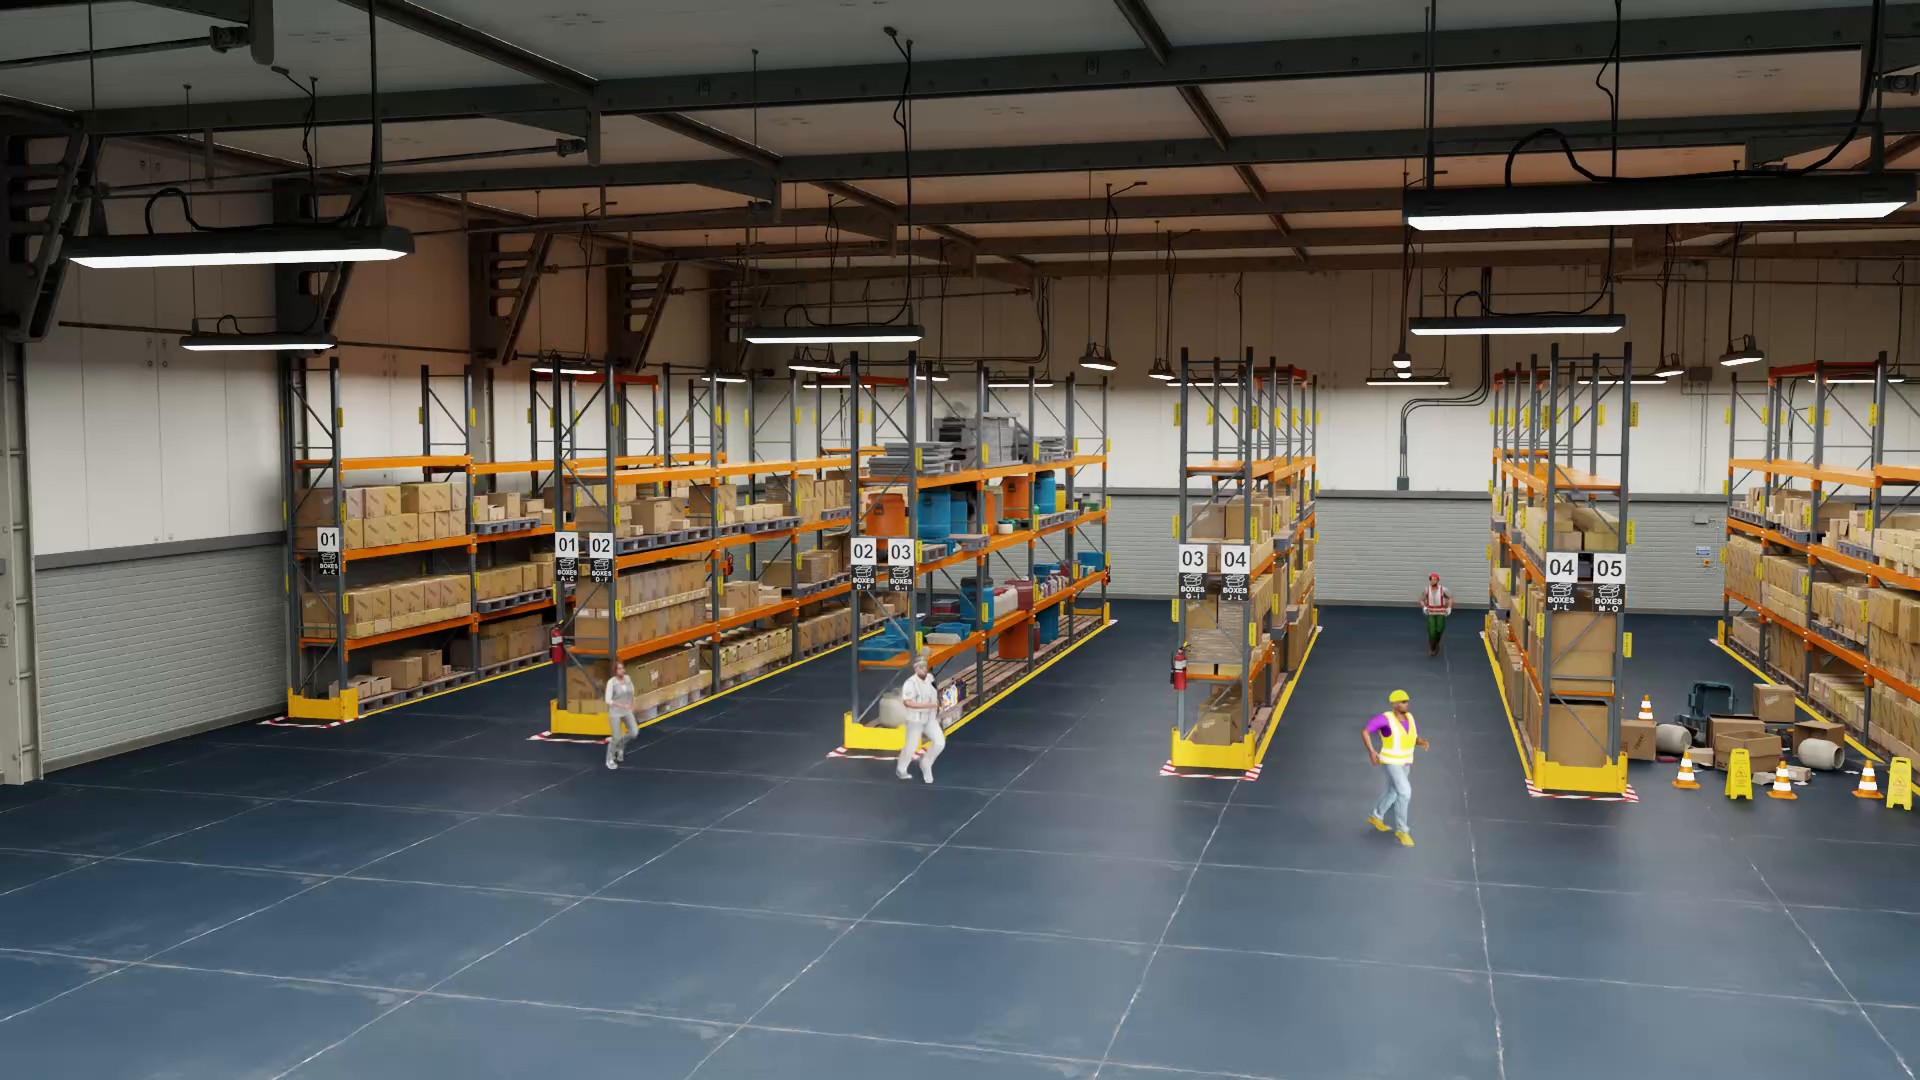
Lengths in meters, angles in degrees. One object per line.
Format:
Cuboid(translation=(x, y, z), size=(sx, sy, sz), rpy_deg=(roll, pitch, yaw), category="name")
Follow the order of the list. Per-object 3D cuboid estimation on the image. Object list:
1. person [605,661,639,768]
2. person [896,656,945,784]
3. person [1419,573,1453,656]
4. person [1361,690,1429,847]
Cuboid(translation=(-4.799, 2.487, 23.649), size=(0.565, 1.553, 0.689), rpy_deg=(-4, 6, -41), category="person")
Cuboid(translation=(-0.514, 2.453, 22.730), size=(0.676, 1.775, 0.874), rpy_deg=(-3, 5, -35), category="person")
Cuboid(translation=(9.961, 1.572, 34.858), size=(0.669, 1.742, 0.519), rpy_deg=(2, 4, 21), category="person")
Cuboid(translation=(5.178, 2.676, 19.762), size=(0.680, 1.822, 0.794), rpy_deg=(-3, 5, -37), category="person")
